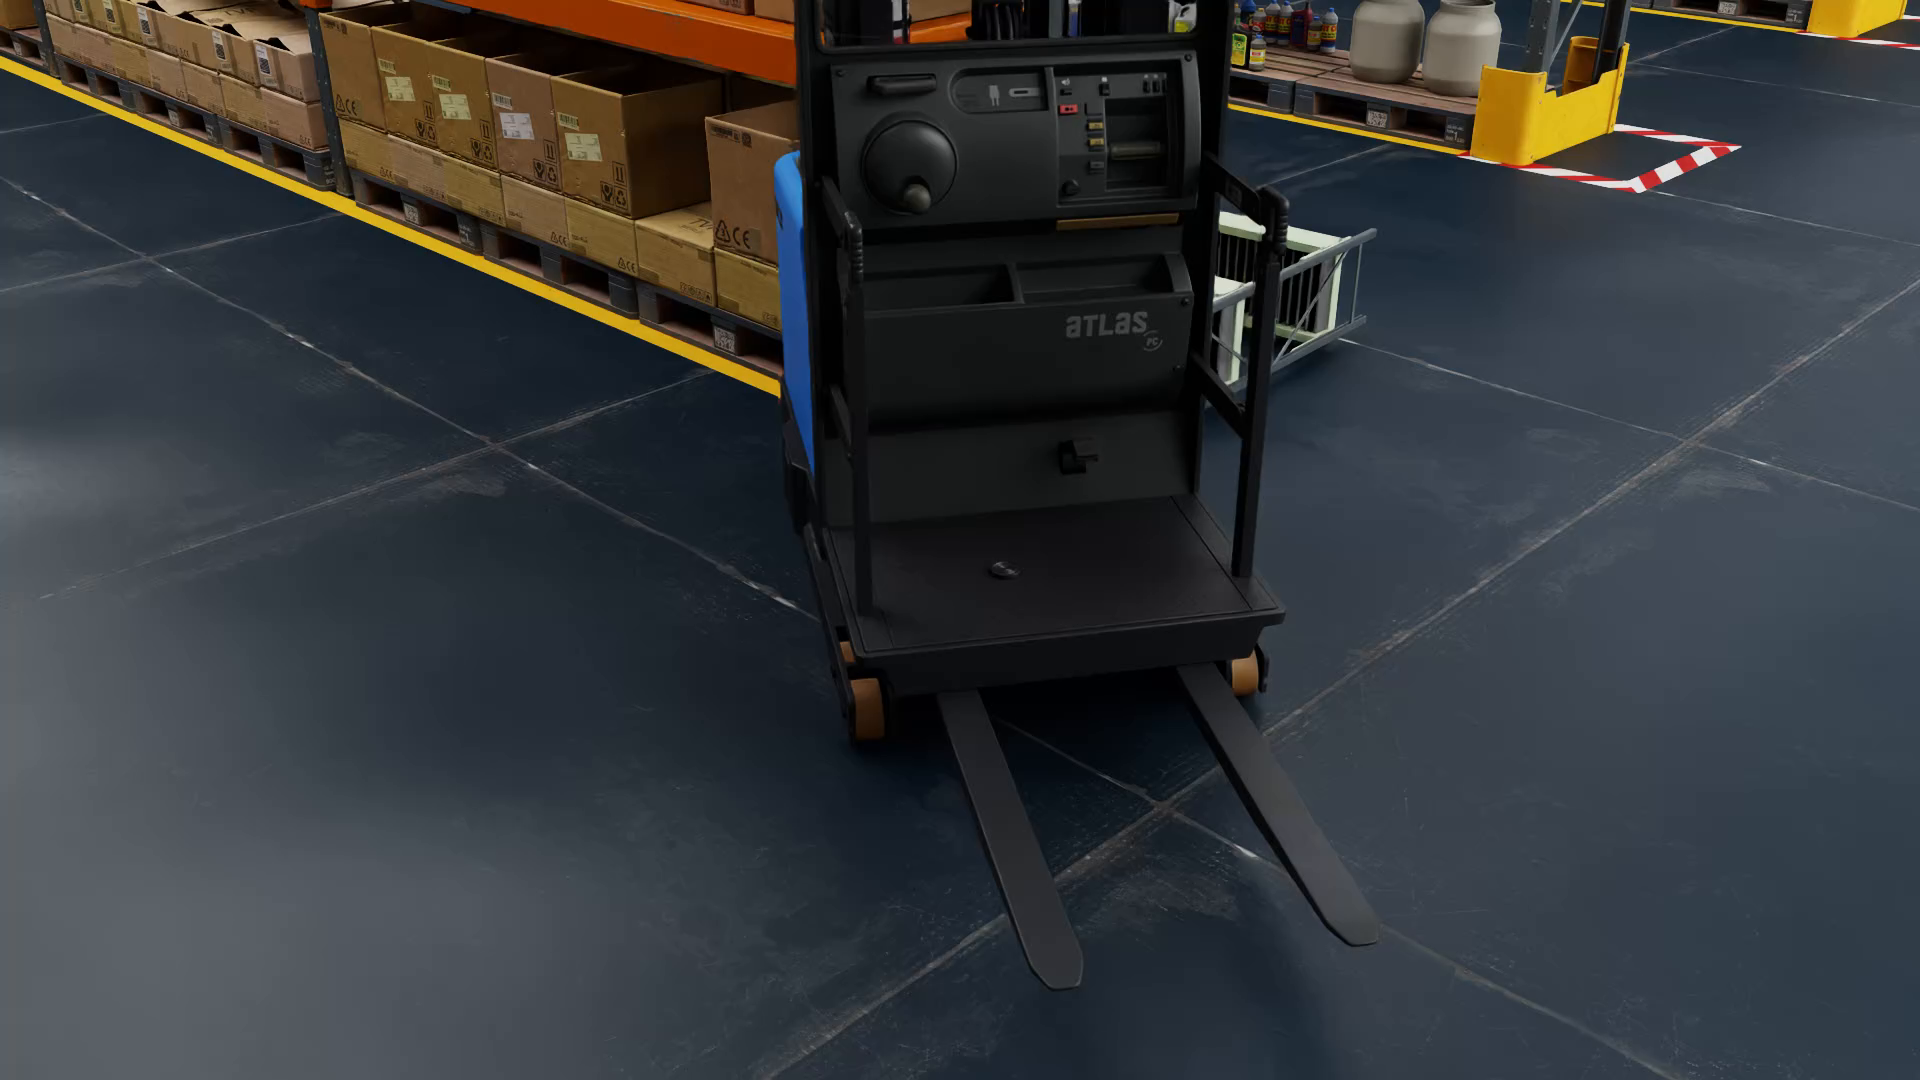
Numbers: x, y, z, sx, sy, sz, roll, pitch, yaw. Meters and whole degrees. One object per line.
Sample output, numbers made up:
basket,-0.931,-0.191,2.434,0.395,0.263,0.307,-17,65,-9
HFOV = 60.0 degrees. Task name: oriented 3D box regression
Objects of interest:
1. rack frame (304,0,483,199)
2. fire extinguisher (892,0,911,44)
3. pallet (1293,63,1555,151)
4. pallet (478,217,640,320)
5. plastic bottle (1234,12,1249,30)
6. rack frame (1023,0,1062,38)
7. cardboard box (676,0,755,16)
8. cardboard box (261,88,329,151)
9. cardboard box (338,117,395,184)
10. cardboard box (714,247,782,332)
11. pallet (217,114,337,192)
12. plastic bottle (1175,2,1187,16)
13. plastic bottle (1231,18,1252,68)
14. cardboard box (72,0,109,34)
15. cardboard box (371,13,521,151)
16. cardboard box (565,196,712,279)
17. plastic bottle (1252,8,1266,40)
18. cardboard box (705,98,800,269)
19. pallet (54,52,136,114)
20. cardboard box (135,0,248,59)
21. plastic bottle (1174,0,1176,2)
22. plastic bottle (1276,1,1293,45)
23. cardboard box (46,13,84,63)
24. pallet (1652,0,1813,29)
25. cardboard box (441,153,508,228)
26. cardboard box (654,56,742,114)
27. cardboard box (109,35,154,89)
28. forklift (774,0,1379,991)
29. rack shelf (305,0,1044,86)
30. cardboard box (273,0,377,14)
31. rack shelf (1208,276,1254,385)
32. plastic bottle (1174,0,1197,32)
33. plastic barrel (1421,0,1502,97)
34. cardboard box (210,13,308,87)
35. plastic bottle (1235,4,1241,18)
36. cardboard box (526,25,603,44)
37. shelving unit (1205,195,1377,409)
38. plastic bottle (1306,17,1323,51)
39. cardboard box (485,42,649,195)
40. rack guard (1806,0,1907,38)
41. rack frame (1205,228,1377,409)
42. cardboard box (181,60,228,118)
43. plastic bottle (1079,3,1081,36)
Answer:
rack frame,-2.862,-3.283,8.270,0.127,3.000,1.000,25,36,38
fire extinguisher,-0.251,-1.750,5.439,0.183,0.674,0.296,25,36,38
pallet,2.803,-2.662,10.086,1.213,0.211,1.003,25,36,38
pallet,-1.450,-1.377,7.642,1.213,0.211,1.003,25,36,38
plastic bottle,1.762,-3.193,10.546,0.133,0.283,0.061,25,36,38
rack frame,-0.010,-1.977,5.788,0.127,3.000,1.000,25,36,38
cardboard box,-0.712,-2.348,6.385,0.700,0.500,0.500,-24,36,-38
cardboard box,-3.361,-2.291,8.886,0.500,0.250,0.500,24,36,38
cardboard box,-2.744,-2.000,8.333,0.500,0.250,0.500,25,36,38
cardboard box,-0.600,-1.023,6.476,0.500,0.250,0.500,25,36,38
pallet,-3.415,-2.276,9.351,1.213,0.211,1.003,25,36,38
plastic bottle,1.421,-3.370,10.891,0.135,0.276,0.152,25,36,38
plastic bottle,1.752,-3.098,10.365,0.061,0.283,0.133,-24,36,-38
cardboard box,-5.167,-3.368,10.333,0.500,0.311,0.500,24,36,37
cardboard box,-2.389,-2.168,7.847,0.500,0.500,0.500,25,36,38
cardboard box,-1.322,-1.345,7.088,0.500,0.250,0.500,25,36,38
plastic bottle,2.005,-3.448,11.118,0.097,0.201,0.097,0,28,0
cardboard box,-0.601,-1.354,6.300,0.500,0.500,0.500,25,36,38
pallet,-5.155,-3.072,10.865,1.213,0.211,1.003,25,36,38
cardboard box,-4.438,-3.033,9.696,0.500,0.311,0.500,24,36,38
plastic bottle,1.411,-3.770,11.571,0.185,0.351,0.144,22,35,36
plastic bottle,2.147,-3.414,10.979,0.097,0.271,0.097,0,28,0
cardboard box,-5.547,-3.288,10.784,0.500,0.250,0.500,24,36,38
pallet,6.329,-4.331,13.260,1.213,0.211,1.003,25,36,38
cardboard box,-2.038,-1.670,7.706,0.500,0.250,0.500,25,36,38
cardboard box,-0.960,-1.848,7.240,0.500,0.500,0.500,25,36,38
cardboard box,-4.813,-2.957,10.154,0.500,0.250,0.500,23,36,37
forklift,0.192,-0.969,3.944,1.130,2.935,3.031,-5,28,-10
rack shelf,-1.436,-2.312,7.196,4.000,0.370,1.077,25,36,38
cardboard box,-3.706,-3.051,9.730,0.500,0.311,0.500,23,36,37
rack shelf,0.682,-0.806,6.257,0.720,0.431,0.370,22,35,35
plastic bottle,1.468,-3.285,10.649,0.144,0.351,0.185,-24,36,-37
plastic barrel,2.942,-2.894,9.753,0.421,0.512,0.421,0,28,0
cardboard box,-3.728,-2.704,9.071,0.500,0.311,0.500,-24,36,-38
plastic bottle,1.858,-3.515,11.246,0.097,0.201,0.097,0,28,0
cardboard box,-1.671,-2.176,7.862,0.500,0.500,0.500,25,36,38
shelving unit,0.895,-0.921,6.475,0.755,0.431,1.500,22,35,35
plastic bottle,2.317,-3.305,10.846,0.097,0.201,0.097,0,28,0
cardboard box,-1.680,-1.839,7.223,0.500,0.500,0.500,25,36,38
rack guard,6.884,-4.182,12.667,0.348,0.500,1.175,25,36,38
rack frame,1.172,-0.810,6.263,0.023,0.400,1.500,22,35,35
cardboard box,-4.086,-2.623,9.519,0.500,0.250,0.500,-24,36,-38
plastic bottle,0.898,-3.546,11.145,0.144,0.351,0.185,-24,36,-38
